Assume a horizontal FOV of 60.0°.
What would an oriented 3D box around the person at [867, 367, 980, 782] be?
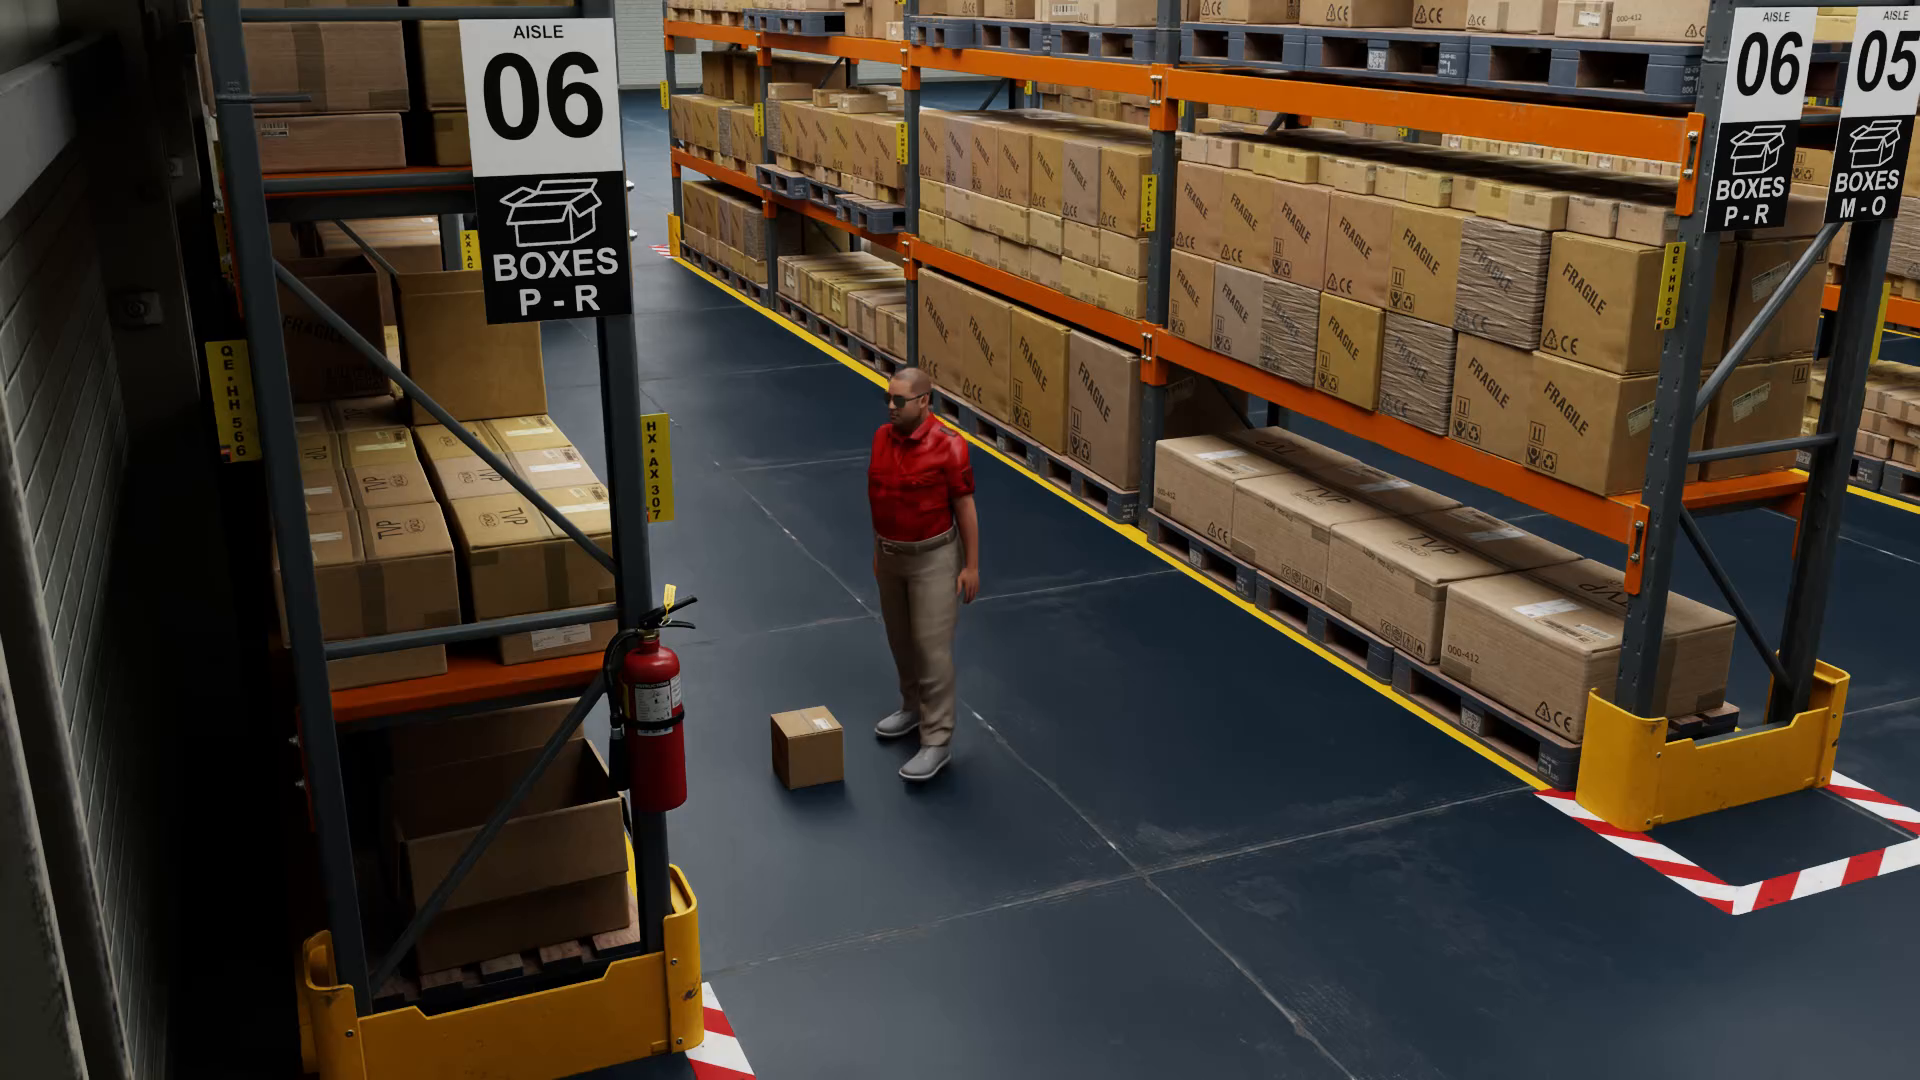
[{"bbox_3d":[-0.236,0.121,7.194,0.625,1.723,0.629,15,24,37],"label":"person"}]
